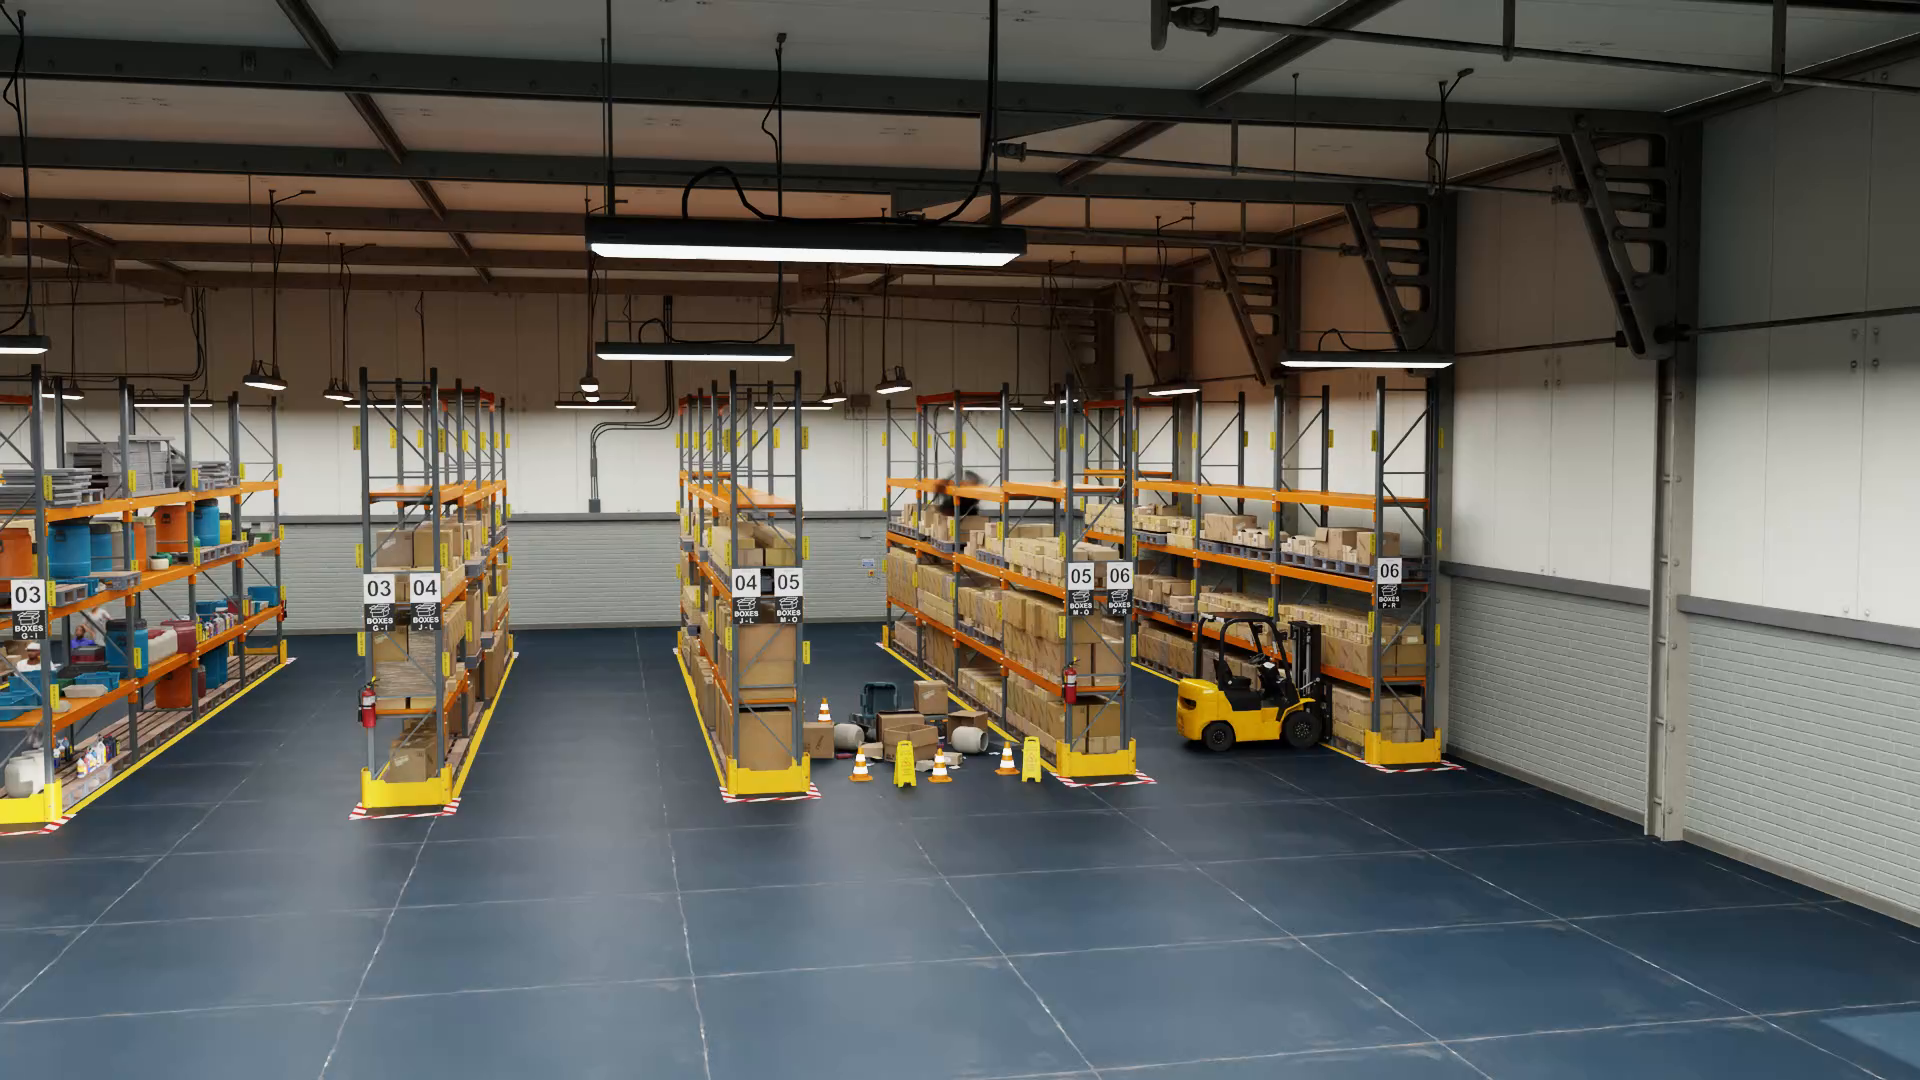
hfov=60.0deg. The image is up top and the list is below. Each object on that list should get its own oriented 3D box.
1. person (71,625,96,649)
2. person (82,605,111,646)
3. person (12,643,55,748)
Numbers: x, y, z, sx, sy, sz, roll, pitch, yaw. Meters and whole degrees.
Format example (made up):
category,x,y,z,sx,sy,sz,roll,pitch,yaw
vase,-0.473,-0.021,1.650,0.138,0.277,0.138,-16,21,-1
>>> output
category,x,y,z,sx,sy,sz,roll,pitch,yaw
person,-16.240,2.381,30.744,0.582,1.618,0.578,-1,4,-18
person,-18.740,2.065,36.184,0.624,1.582,0.645,-2,4,-29
person,-15.047,2.529,26.974,0.691,1.724,0.590,-1,4,-14
